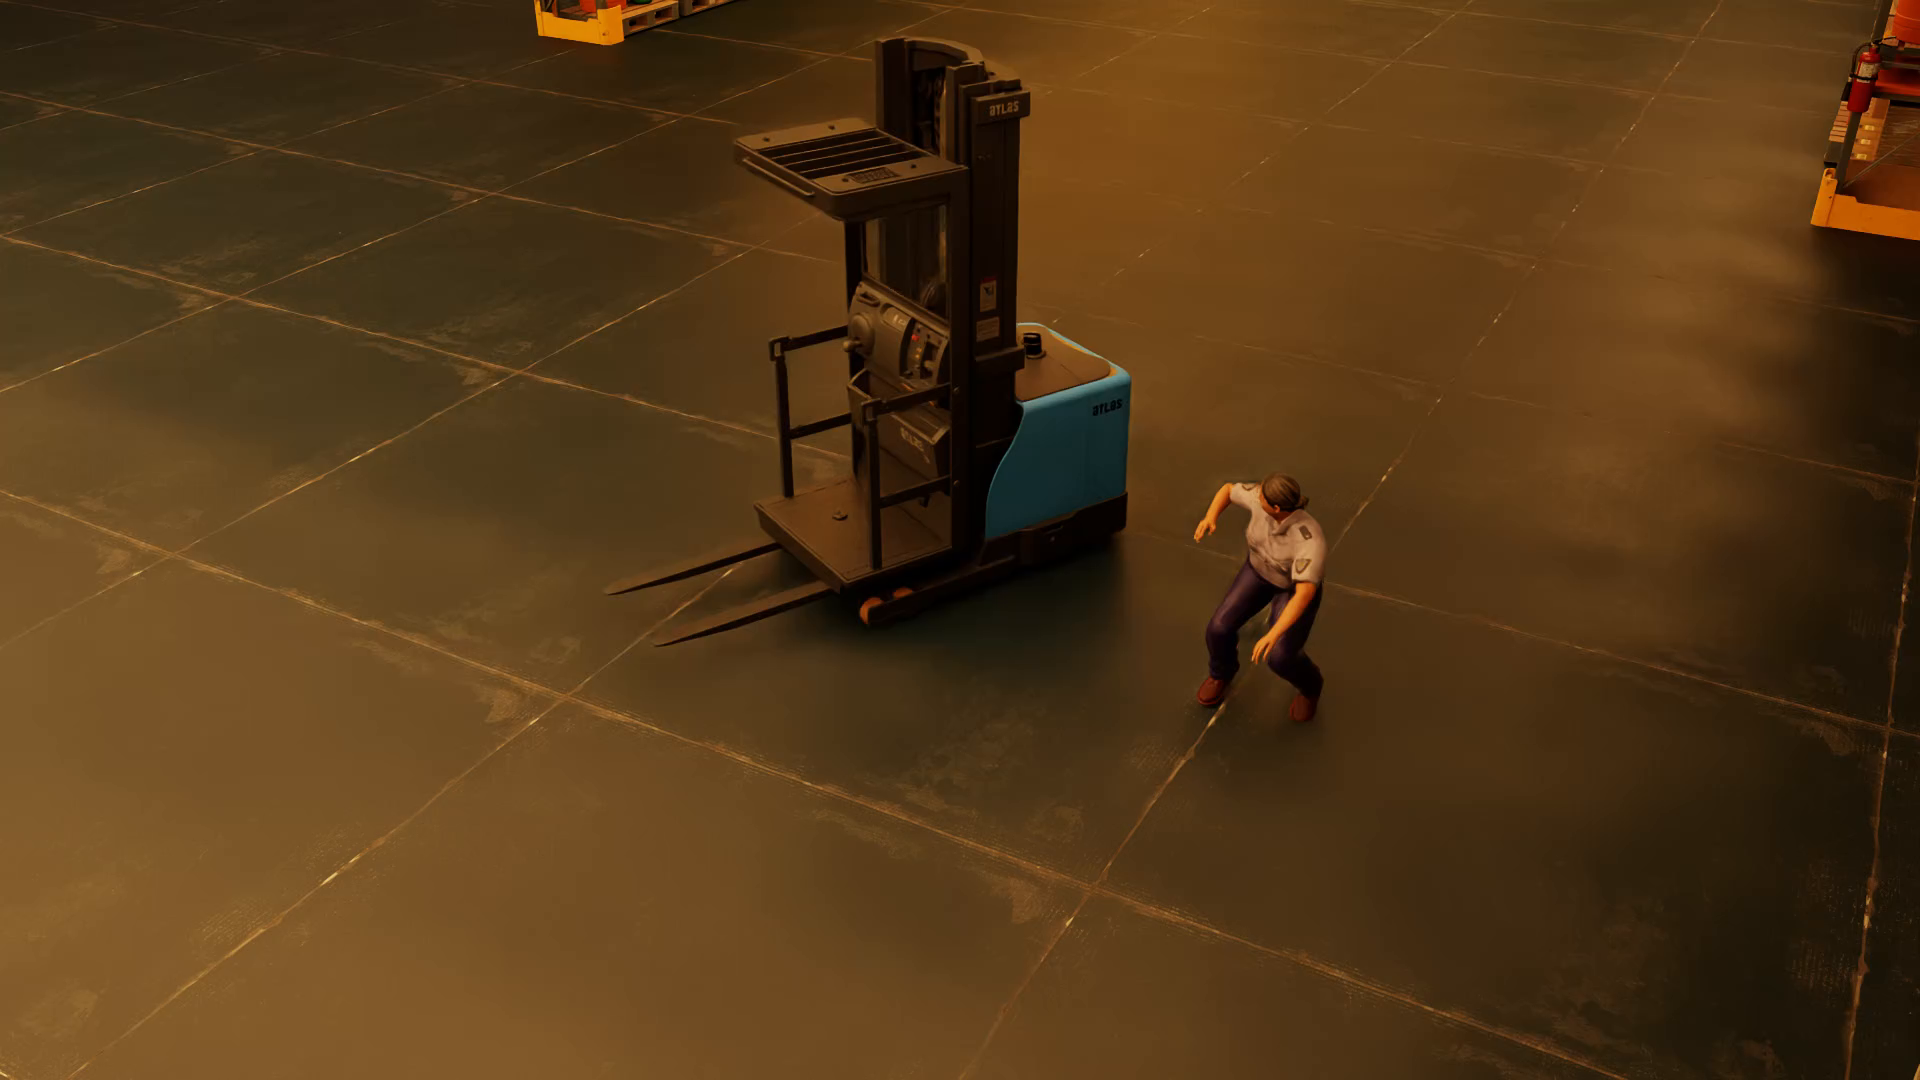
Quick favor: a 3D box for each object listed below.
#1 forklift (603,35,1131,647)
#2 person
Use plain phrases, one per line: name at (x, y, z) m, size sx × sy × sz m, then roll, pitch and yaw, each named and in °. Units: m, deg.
forklift at (-0.511, -1.086, 8.953) m, size 3.031 × 2.935 × 1.130 m, roll -19°, pitch 35°, yaw -29°
person at (1.447, 0.283, 8.163) m, size 0.739 × 1.401 × 0.881 m, roll 25°, pitch 38°, yaw 36°
